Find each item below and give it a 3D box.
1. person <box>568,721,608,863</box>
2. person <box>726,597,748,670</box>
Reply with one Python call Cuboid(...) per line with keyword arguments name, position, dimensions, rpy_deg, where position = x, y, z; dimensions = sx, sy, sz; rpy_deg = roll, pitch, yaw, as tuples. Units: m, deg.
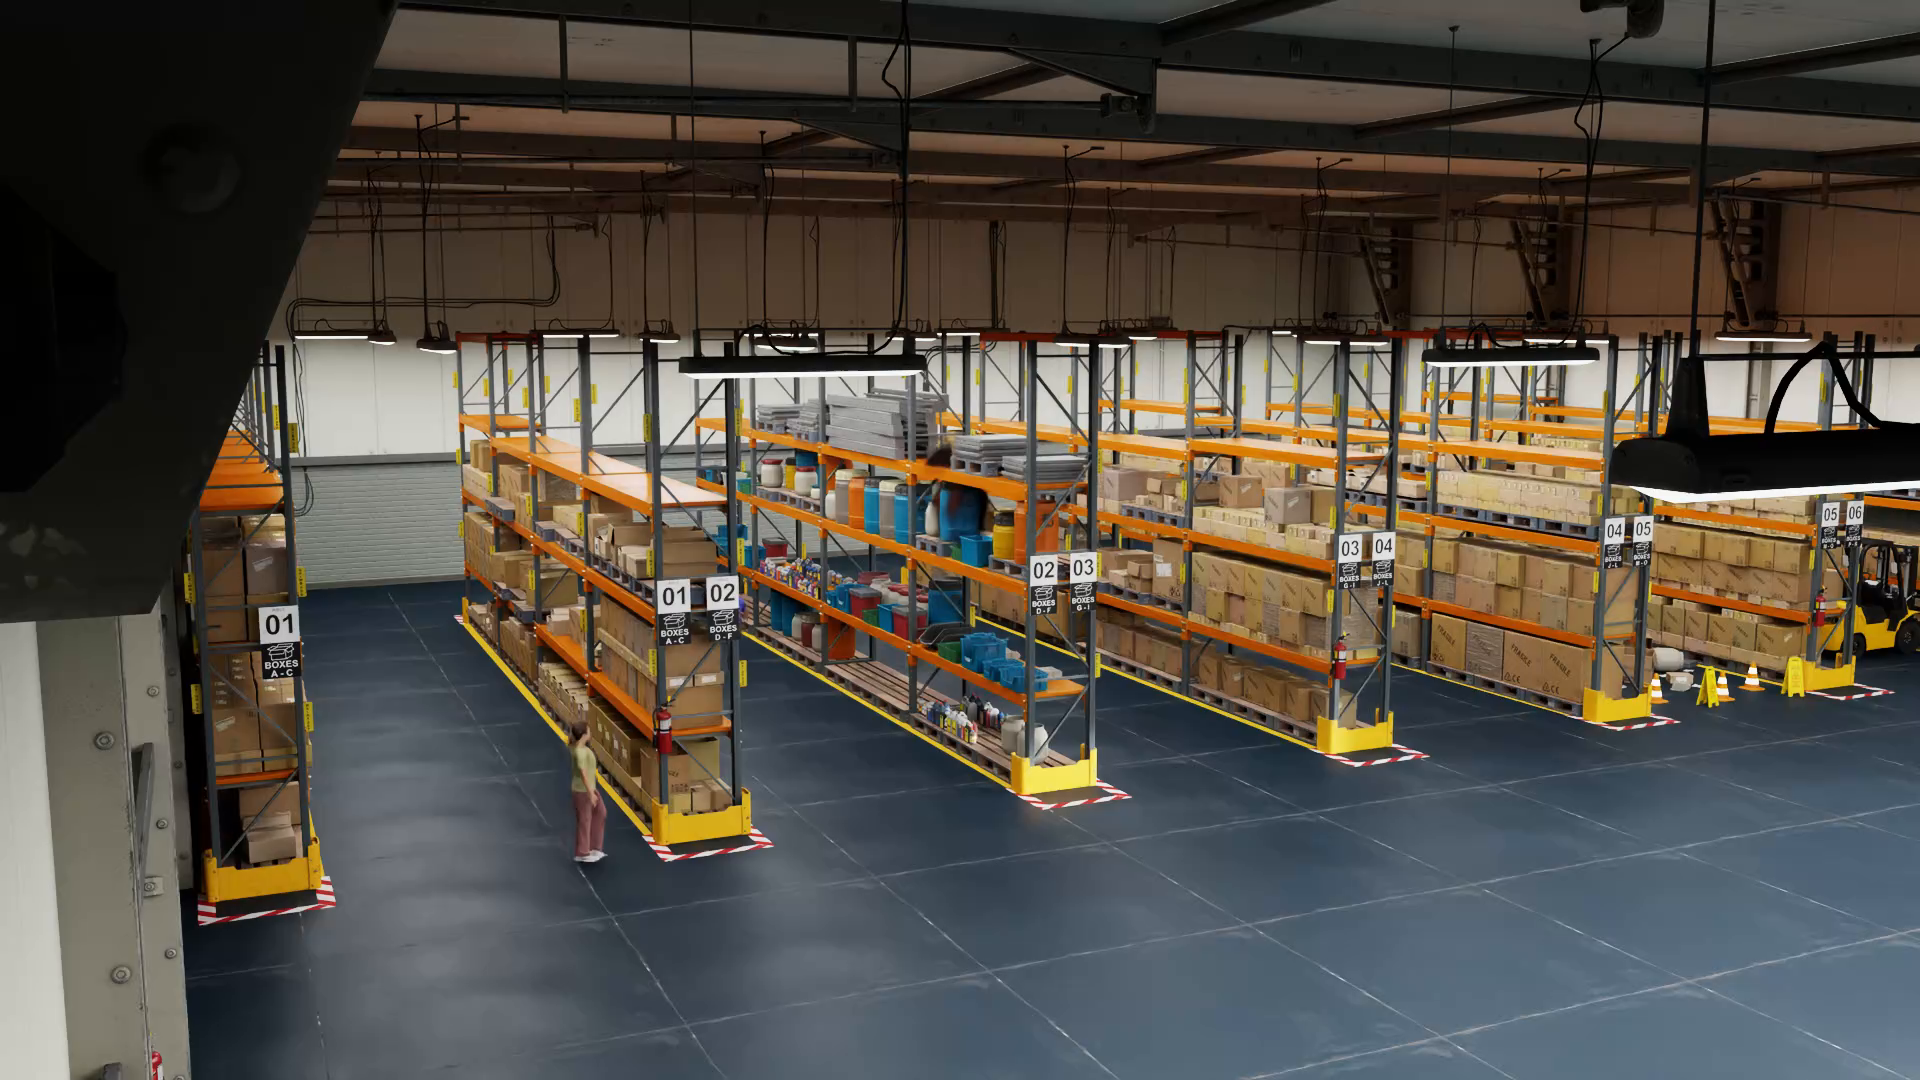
Cuboid(name="person", position=(-4.338, 2.941, 19.318), dimensions=(0.406, 1.711, 0.485), rpy_deg=(0, 8, 1))
Cuboid(name="person", position=(-3.997, 1.567, 29.190), dimensions=(0.627, 1.608, 1.028), rpy_deg=(-3, 8, -24))
